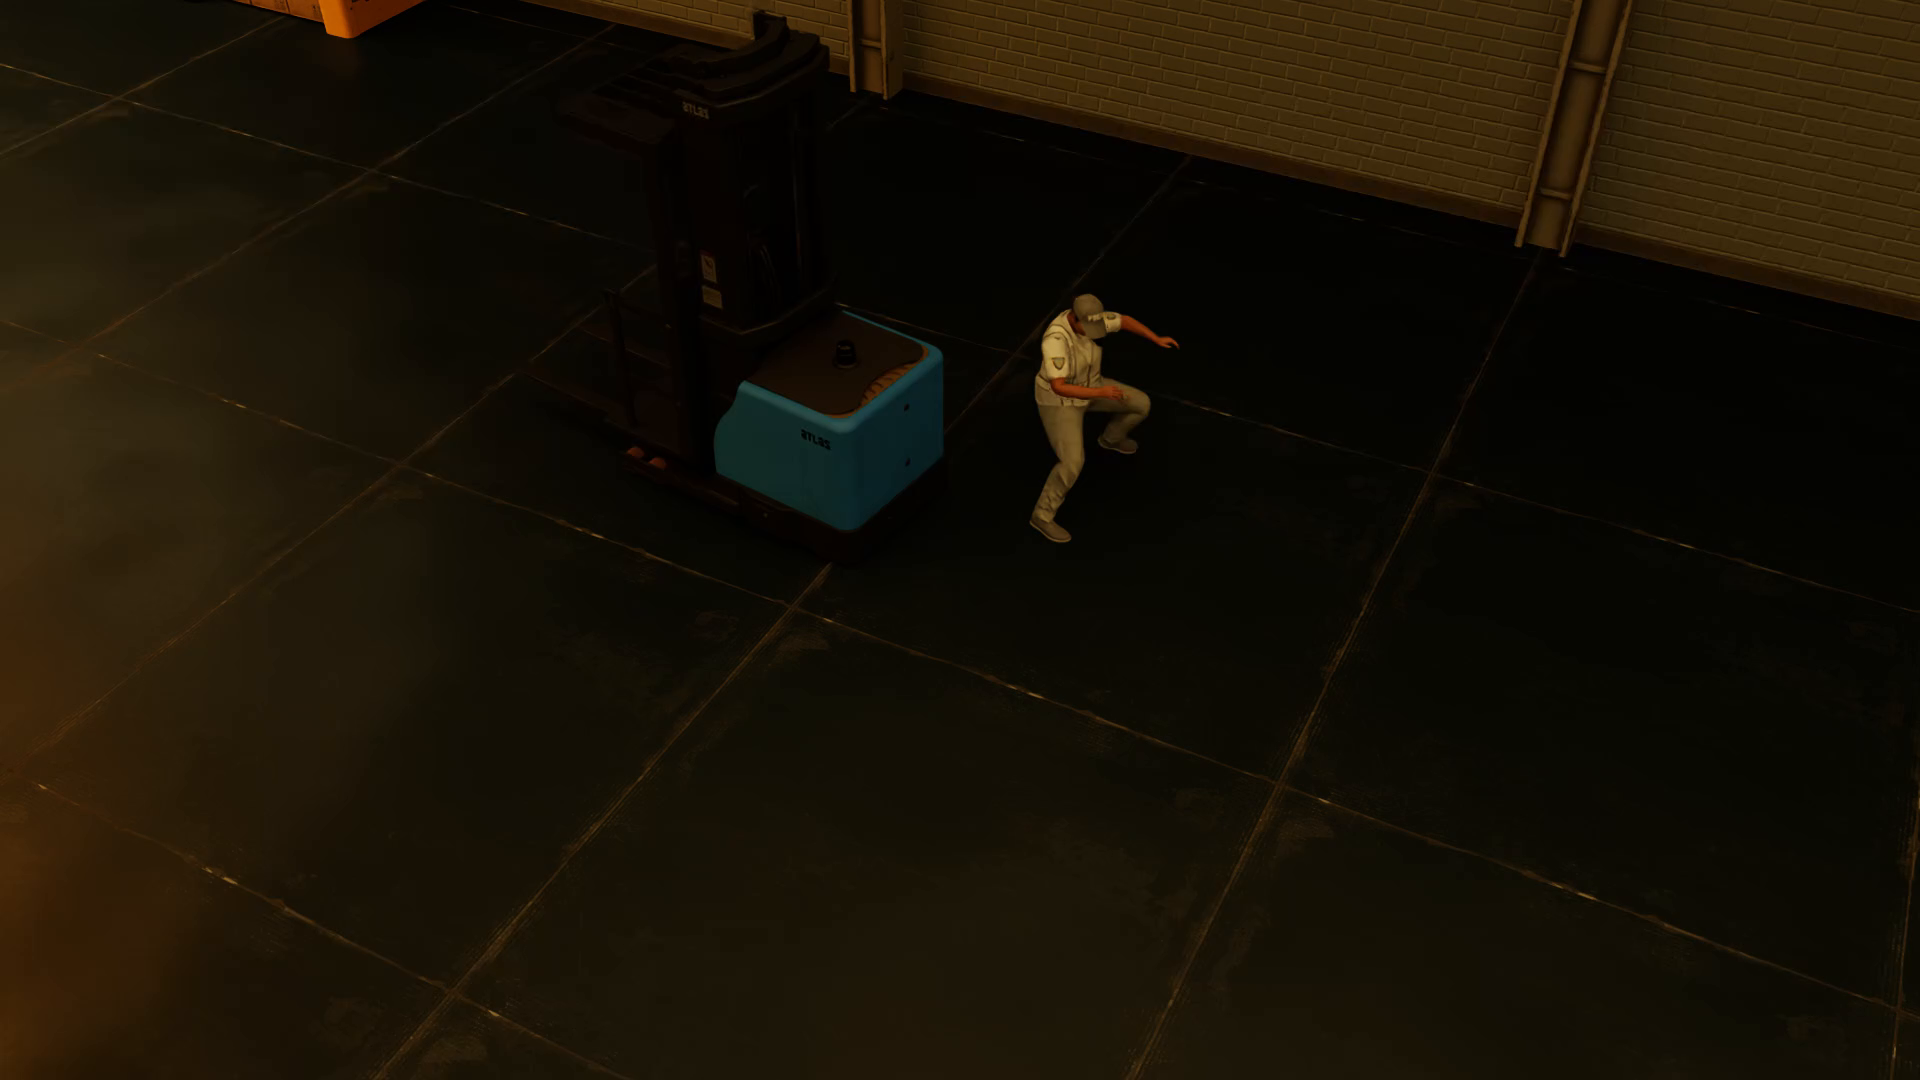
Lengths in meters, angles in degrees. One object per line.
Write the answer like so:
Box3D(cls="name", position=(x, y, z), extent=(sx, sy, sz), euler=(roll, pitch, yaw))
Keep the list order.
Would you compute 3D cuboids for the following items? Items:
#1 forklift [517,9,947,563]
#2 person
Box3D(cls="forklift", position=(-1.583, -1.737, 10.049), extent=(3.031, 2.935, 1.130), euler=(24, 46, 26))
Box3D(cls="person", position=(0.806, -0.876, 10.193), extent=(1.092, 1.428, 0.701), euler=(-32, 50, -32))
